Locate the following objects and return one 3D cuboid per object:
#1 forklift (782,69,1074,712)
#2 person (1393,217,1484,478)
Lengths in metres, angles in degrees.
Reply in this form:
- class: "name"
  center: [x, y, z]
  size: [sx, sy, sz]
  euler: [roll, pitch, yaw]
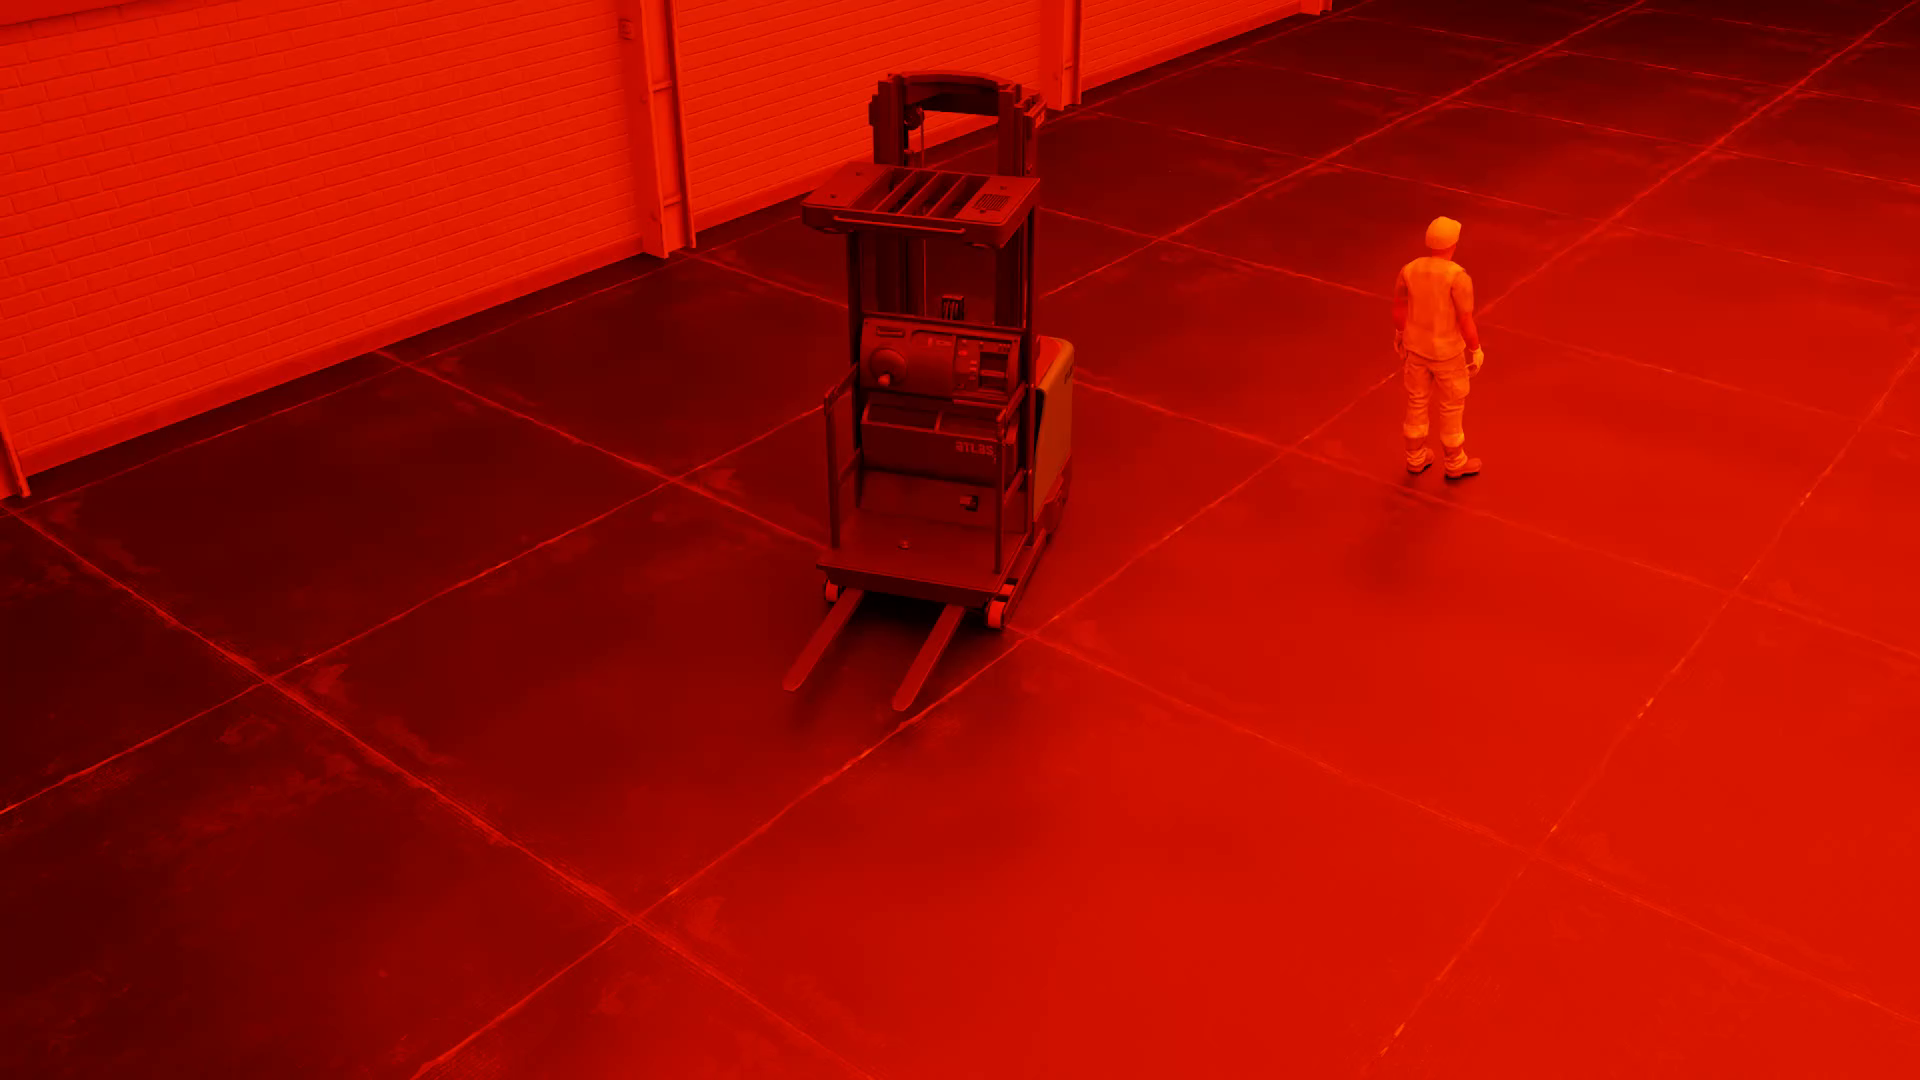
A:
- class: "forklift"
  center: [-0.176, -0.972, 9.258]
  size: [1.130, 2.935, 3.031]
  euler: [9, 31, 14]
- class: "person"
  center: [3.159, -1.274, 10.893]
  size: [0.562, 1.789, 0.638]
  euler: [-25, 38, -36]
